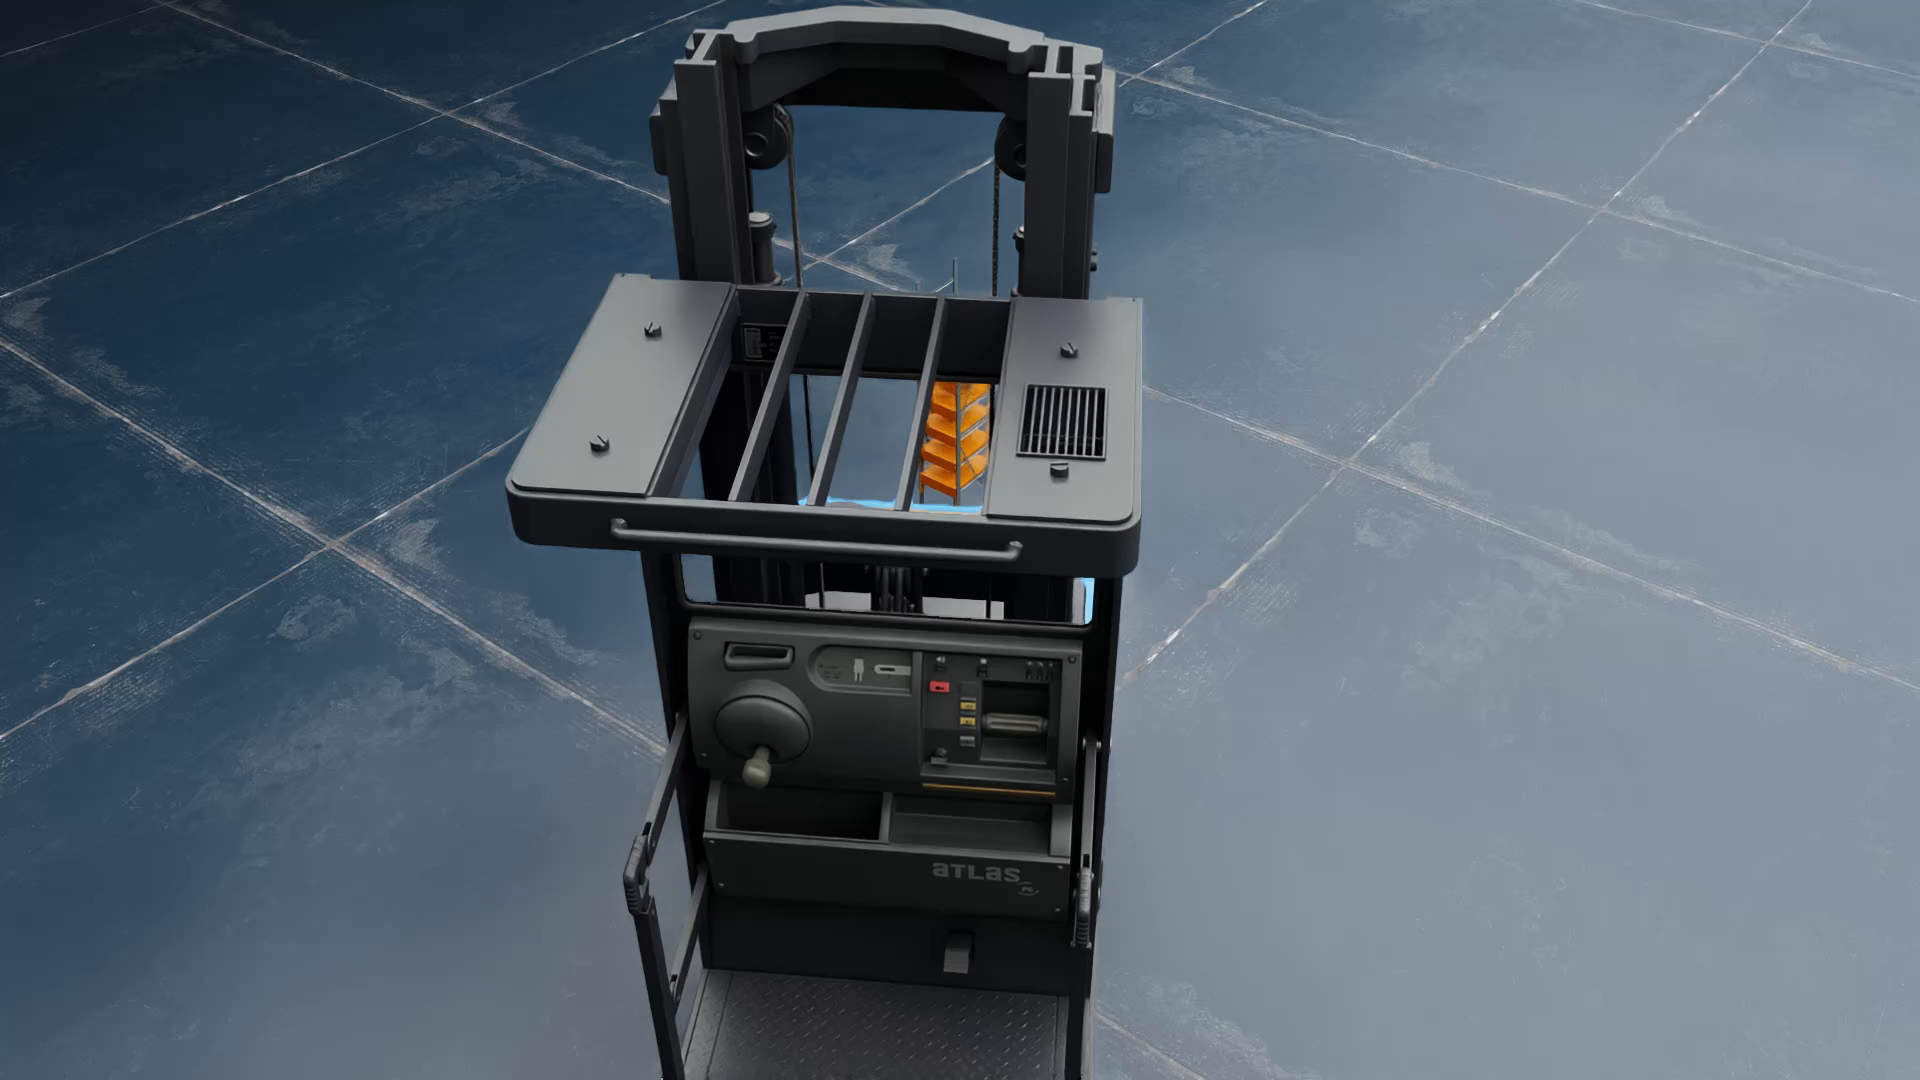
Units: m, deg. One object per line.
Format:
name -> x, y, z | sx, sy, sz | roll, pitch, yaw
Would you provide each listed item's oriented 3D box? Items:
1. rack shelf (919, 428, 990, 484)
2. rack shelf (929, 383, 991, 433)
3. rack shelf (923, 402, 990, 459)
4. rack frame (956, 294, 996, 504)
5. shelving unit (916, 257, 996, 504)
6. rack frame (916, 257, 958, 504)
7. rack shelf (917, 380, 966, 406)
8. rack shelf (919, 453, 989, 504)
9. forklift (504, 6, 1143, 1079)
rack shelf -> -0.011, -0.348, 6.488 | 0.180, 0.103, 0.258 | 25, 45, 29
rack shelf -> -0.011, -0.537, 6.340 | 0.180, 0.103, 0.258 | 25, 45, 29
rack shelf -> -0.011, -0.443, 6.414 | 0.180, 0.103, 0.258 | 25, 45, 29
rack frame -> 0.061, -0.444, 6.343 | 0.006, 1.200, 0.240 | 25, 45, 29
shelving unit -> -0.011, -0.478, 6.387 | 0.189, 1.200, 0.258 | 25, 45, 29
rack frame -> -0.084, -0.512, 6.431 | 0.006, 1.200, 0.240 | 25, 45, 29
rack shelf -> -0.012, -0.632, 6.266 | 0.180, 0.103, 0.258 | 25, 45, 29
rack shelf -> -0.011, -0.254, 6.562 | 0.180, 0.103, 0.258 | 25, 45, 29
forklift -> -0.199, 0.478, 3.761 | 1.130, 2.935, 3.031 | 3, 38, 4
